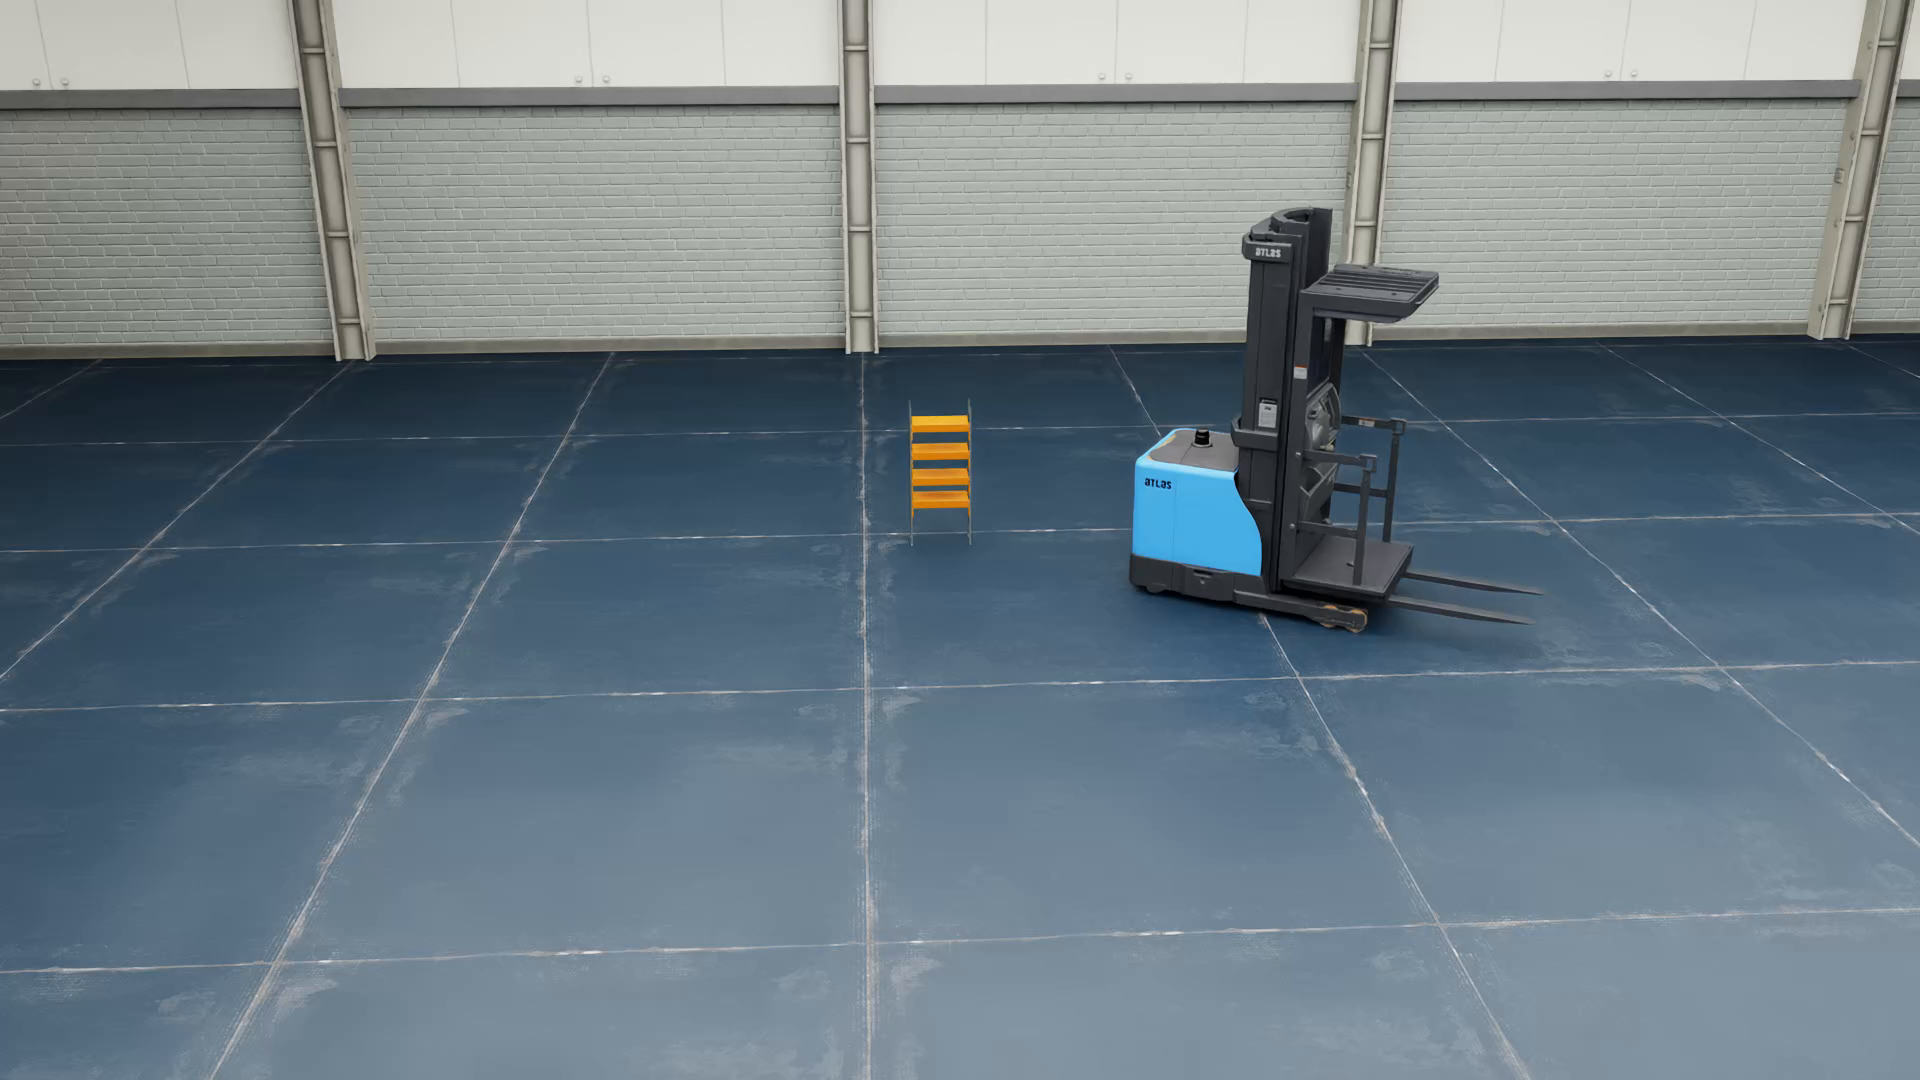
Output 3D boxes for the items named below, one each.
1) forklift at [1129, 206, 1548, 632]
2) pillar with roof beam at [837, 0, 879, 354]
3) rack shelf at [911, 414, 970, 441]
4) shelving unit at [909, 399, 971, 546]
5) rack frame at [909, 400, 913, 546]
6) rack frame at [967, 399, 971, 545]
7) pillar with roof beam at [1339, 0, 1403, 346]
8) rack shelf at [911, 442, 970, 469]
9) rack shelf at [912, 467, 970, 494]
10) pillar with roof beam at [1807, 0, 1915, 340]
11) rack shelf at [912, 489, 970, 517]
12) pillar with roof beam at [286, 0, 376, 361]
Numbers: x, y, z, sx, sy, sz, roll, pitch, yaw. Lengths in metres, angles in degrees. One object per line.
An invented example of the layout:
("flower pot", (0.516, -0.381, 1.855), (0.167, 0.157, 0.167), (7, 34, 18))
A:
("forklift", (2.881, -0.904, 12.308), (3.031, 2.935, 1.130), (10, 23, 24))
("pillar with roof beam", (-0.933, -4.968, 14.455), (0.400, 9.000, 9.100), (-1, 21, -3))
("rack shelf", (-0.165, -0.925, 13.690), (0.480, 0.148, 0.258), (-1, 21, -3))
("shelving unit", (-0.165, -0.557, 13.830), (0.503, 1.200, 0.258), (-1, 21, -3))
("rack frame", (-0.409, -0.552, 13.817), (0.015, 1.200, 0.240), (-1, 21, -3))
("rack frame", (0.078, -0.562, 13.843), (0.015, 1.200, 0.240), (-1, 21, -3))
("pillar with roof beam", (5.057, -5.090, 14.775), (0.400, 9.000, 9.100), (-1, 21, -3))
("rack shelf", (-0.165, -0.704, 13.774), (0.480, 0.148, 0.258), (-1, 21, -3))
("rack shelf", (-0.165, -0.494, 13.854), (0.480, 0.148, 0.258), (-1, 21, -3))
("pillar with roof beam", (11.047, -5.212, 15.095), (0.400, 9.000, 9.100), (-1, 21, -3))
("rack shelf", (-0.165, -0.309, 13.925), (0.480, 0.148, 0.258), (-1, 21, -3))
("pillar with roof beam", (-6.923, -4.847, 14.135), (0.400, 9.000, 9.100), (-1, 21, -3))
